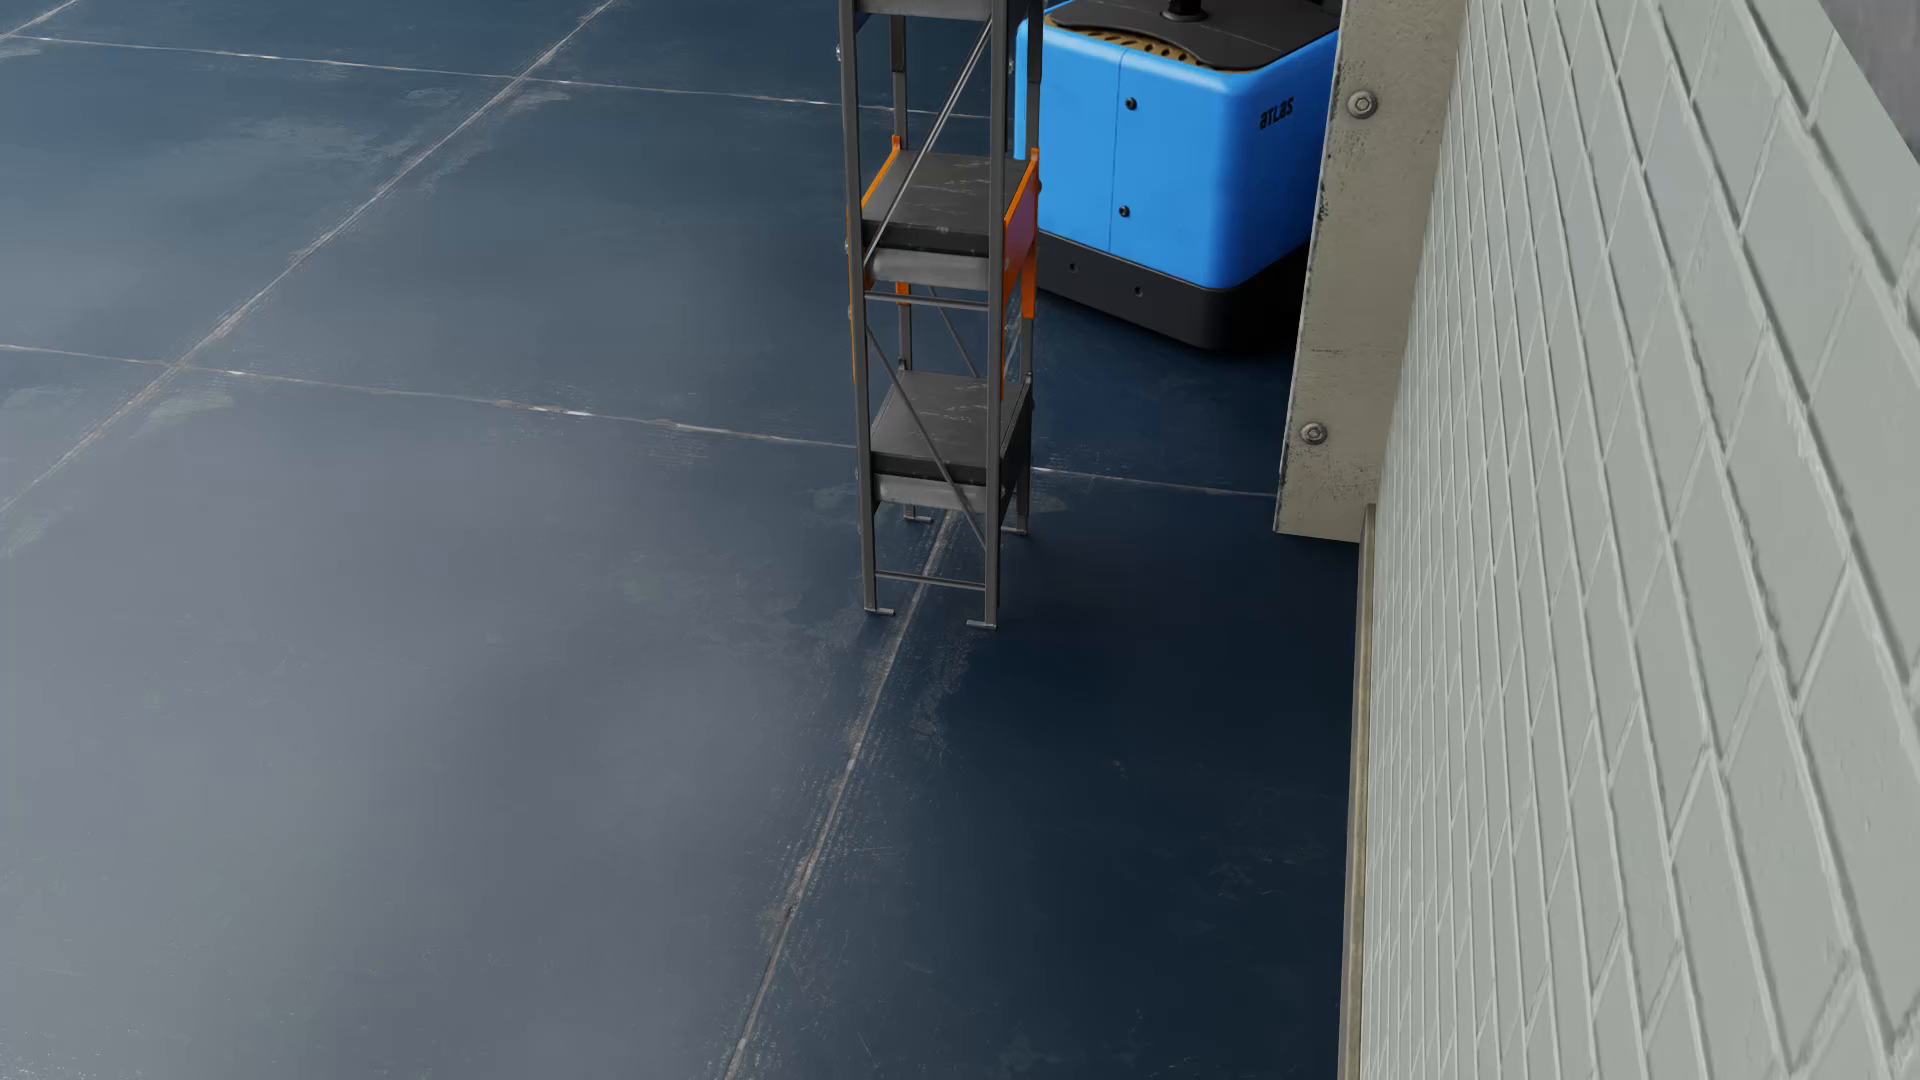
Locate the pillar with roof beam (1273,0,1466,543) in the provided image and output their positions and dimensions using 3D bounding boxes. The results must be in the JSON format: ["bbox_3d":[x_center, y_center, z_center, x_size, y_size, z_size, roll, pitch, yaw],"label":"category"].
[{"bbox_3d":[-3.018,-4.303,3.520,9.100,9.000,0.400,7,37,10],"label":"pillar with roof beam"}]

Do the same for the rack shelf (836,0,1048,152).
[{"bbox_3d":[-0.035,-1.311,4.100,0.431,0.518,0.480,7,37,10],"label":"rack shelf"}]

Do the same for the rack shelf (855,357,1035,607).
[{"bbox_3d":[-0.035,-0.177,4.922,0.431,0.518,0.480,7,37,10],"label":"rack shelf"}]

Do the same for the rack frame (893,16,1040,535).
[{"bbox_3d":[0.017,-0.895,4.696,0.400,2.100,0.015,7,37,10],"label":"rack frame"}]

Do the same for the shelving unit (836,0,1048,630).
[{"bbox_3d":[-0.035,-0.755,4.503,0.431,2.100,0.503,7,37,10],"label":"shelving unit"}]

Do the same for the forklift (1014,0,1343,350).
[{"bbox_3d":[1.522,-2.677,6.446,1.130,2.935,3.031,26,43,31],"label":"forklift"}]

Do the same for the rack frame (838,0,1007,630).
[{"bbox_3d":[-0.087,-0.615,4.310,0.400,2.100,0.015,7,37,10],"label":"rack frame"}]

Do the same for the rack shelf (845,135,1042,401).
[{"bbox_3d":[-0.035,-0.744,4.511,0.431,0.518,0.480,7,37,10],"label":"rack shelf"}]
